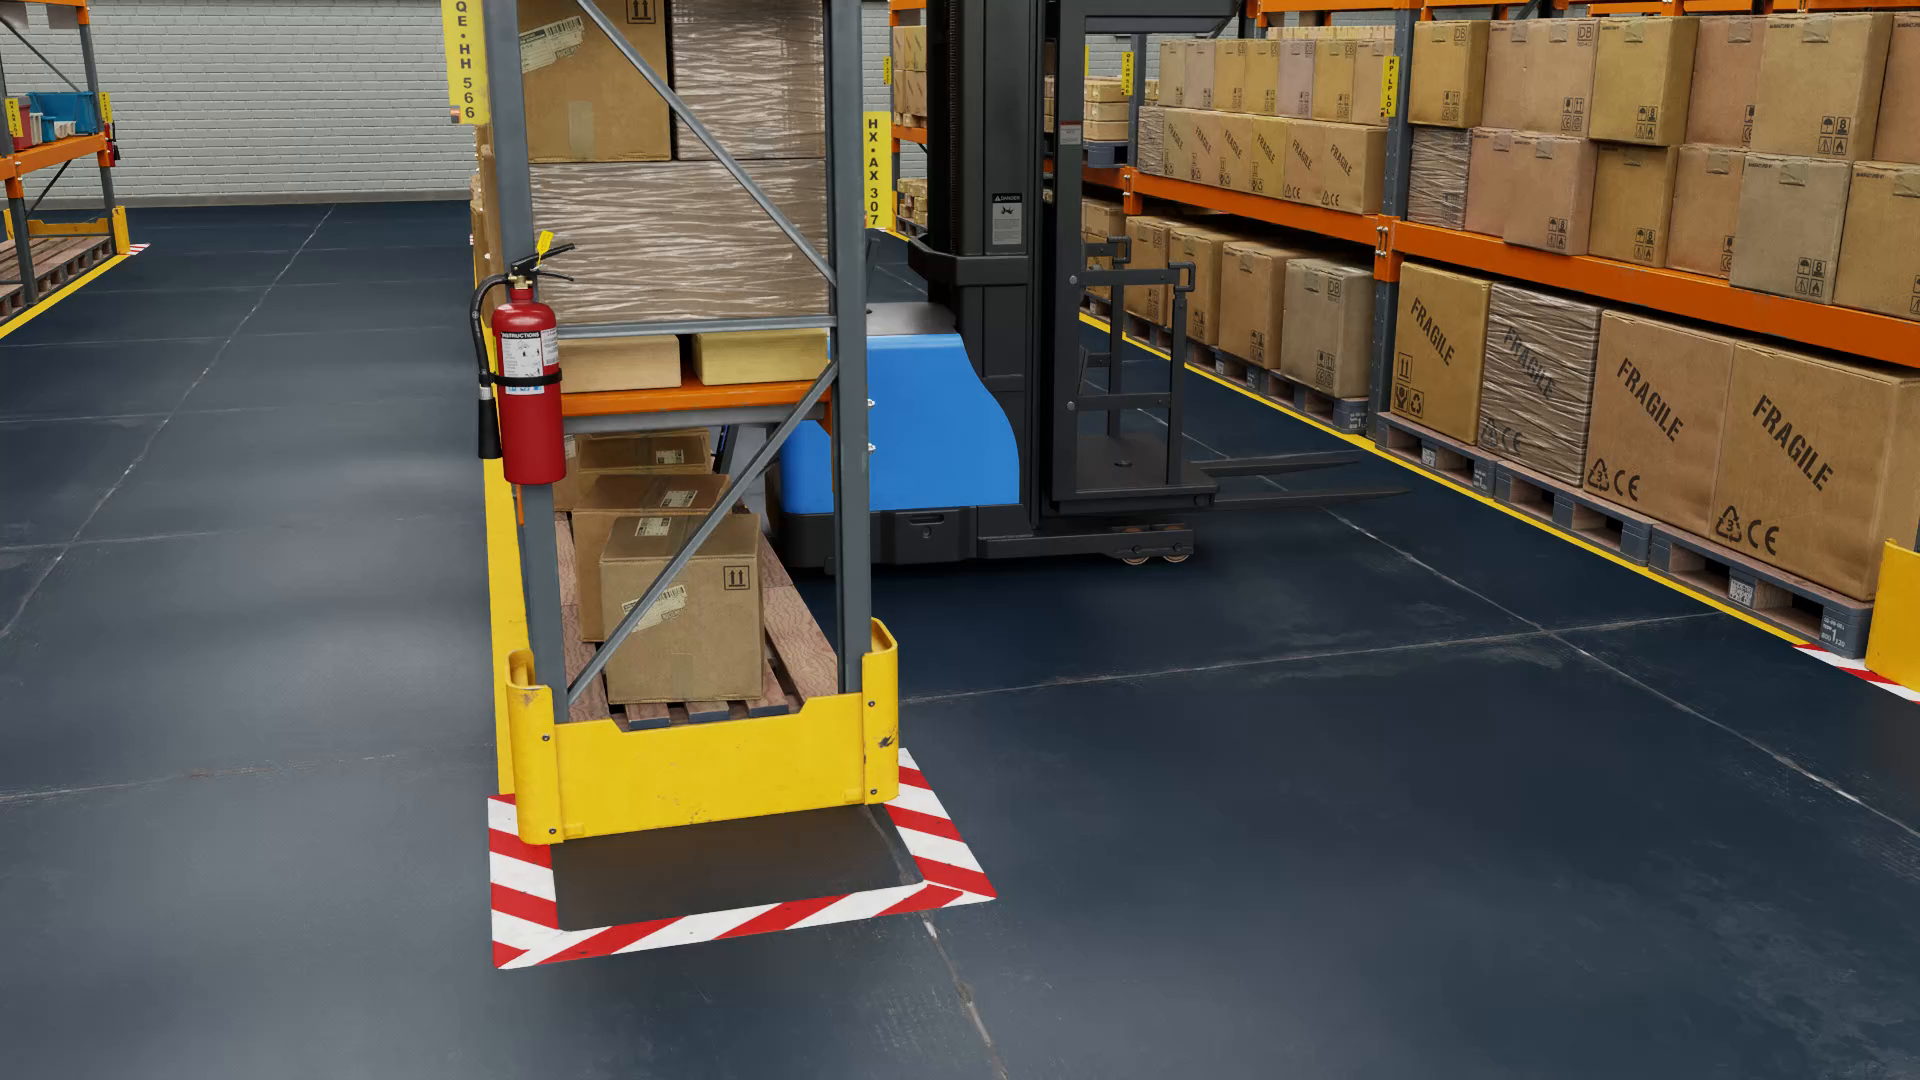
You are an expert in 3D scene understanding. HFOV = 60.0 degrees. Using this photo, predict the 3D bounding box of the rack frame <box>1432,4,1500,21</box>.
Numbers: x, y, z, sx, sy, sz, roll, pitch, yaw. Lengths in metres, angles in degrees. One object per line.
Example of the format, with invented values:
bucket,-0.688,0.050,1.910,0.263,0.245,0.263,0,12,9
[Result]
rack frame,5.464,-4.702,18.392,1.000,3.000,0.127,-5,17,-15

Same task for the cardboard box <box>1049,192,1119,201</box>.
cardboard box,1.118,-2.989,15.000,0.500,0.250,0.500,-4,17,-14

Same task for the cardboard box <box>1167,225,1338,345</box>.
cardboard box,2.156,-1.883,12.188,1.050,0.750,0.750,-4,17,-14

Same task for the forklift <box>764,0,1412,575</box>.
forklift,0.614,-1.437,7.641,3.031,2.935,1.130,-3,17,-10

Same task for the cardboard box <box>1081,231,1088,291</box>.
cardboard box,1.260,-2.486,14.629,0.500,0.500,0.500,-4,17,-13

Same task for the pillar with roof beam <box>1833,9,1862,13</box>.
pillar with roof beam,6.771,-7.892,18.585,9.100,9.000,0.400,-5,17,-15

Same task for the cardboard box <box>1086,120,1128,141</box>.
cardboard box,1.254,-3.358,13.622,0.380,0.149,0.250,-4,17,-14

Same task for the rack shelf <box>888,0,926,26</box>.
rack shelf,0.183,-5.928,18.510,1.077,0.370,4.000,-5,17,-15

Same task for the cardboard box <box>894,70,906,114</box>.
cardboard box,-0.509,-5.434,20.137,0.500,0.500,0.500,-4,17,-13

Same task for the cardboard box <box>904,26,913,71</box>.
cardboard box,-0.354,-5.774,19.533,0.500,0.500,0.500,-4,17,-14

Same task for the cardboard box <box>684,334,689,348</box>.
cardboard box,-0.720,-0.718,5.565,0.380,0.149,0.250,-5,17,-15

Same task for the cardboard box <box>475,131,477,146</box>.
cardboard box,-4.534,-3.928,16.252,0.380,0.149,0.250,-4,17,-14

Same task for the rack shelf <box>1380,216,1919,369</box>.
rack shelf,3.480,-1.172,7.892,1.077,0.370,4.000,-5,17,-15

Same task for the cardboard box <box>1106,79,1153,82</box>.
cardboard box,1.528,-4.049,14.890,0.380,0.149,0.250,-4,17,-14

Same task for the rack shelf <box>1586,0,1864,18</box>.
rack shelf,9.686,-6.741,21.216,1.077,0.370,4.000,-5,17,-15

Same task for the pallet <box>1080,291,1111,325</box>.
pallet,1.618,-2.057,14.434,1.003,0.211,1.213,-5,17,-15

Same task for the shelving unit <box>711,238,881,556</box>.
shelving unit,-0.989,-0.821,7.640,0.538,1.500,1.048,3,22,-33

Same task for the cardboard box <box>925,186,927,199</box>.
cardboard box,-0.197,-4.052,19.420,0.380,0.149,0.250,-4,17,-13

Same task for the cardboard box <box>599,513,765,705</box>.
cardboard box,-0.922,0.222,5.613,0.500,0.500,0.500,-1,17,-5

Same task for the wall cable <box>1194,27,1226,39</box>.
wall cable,4.153,-7.969,27.500,0.588,1.984,0.122,-5,17,-15

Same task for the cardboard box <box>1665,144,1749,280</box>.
cardboard box,3.679,-1.450,7.304,0.875,0.550,0.550,-5,17,-15

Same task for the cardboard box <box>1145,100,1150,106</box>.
cardboard box,1.739,-3.698,14.238,0.380,0.149,0.250,-5,18,-17

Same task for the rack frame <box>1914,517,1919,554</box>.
rack frame,4.030,-0.964,5.946,1.000,3.000,0.127,-5,17,-15

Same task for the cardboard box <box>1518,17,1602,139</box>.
cardboard box,3.278,-2.251,8.095,0.875,0.550,0.550,-5,17,-15

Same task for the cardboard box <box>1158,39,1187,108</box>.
cardboard box,1.945,-3.578,12.739,0.700,0.500,0.500,-5,17,-16

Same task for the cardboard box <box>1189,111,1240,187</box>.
cardboard box,1.976,-2.799,11.882,0.500,0.500,0.500,-5,17,-15

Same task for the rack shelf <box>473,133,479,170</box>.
rack shelf,-4.614,-4.128,17.729,1.077,0.370,4.000,-5,17,-15

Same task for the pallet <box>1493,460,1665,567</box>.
pallet,3.403,-0.180,8.185,1.003,0.211,1.213,-5,17,-15

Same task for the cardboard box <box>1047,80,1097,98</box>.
cardboard box,0.980,-3.924,14.475,0.380,0.149,0.250,-5,17,-15

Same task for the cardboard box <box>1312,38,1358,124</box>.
cardboard box,2.645,-2.876,10.400,0.700,0.500,0.500,-5,17,-16

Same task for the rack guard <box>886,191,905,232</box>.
rack guard,-0.346,-4.171,20.970,1.175,0.500,0.348,-5,17,-15

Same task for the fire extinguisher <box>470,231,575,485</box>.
fire extinguisher,-1.178,-0.494,4.518,0.296,0.674,0.183,-5,17,-15

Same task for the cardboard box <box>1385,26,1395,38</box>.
cardboard box,5.046,-5.751,18.844,0.380,0.149,0.250,-5,17,-15

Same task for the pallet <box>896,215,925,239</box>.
pallet,-0.157,-3.805,20.254,1.003,0.211,1.213,-5,17,-15

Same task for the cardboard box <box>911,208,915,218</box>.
cardboard box,-0.380,-3.989,20.243,0.380,0.149,0.250,-5,17,-15

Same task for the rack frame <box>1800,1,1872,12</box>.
rack frame,10.235,-5.096,19.702,1.000,3.000,0.127,-5,17,-15

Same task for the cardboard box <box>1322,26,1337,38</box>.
cardboard box,4.582,-6.094,19.985,0.380,0.149,0.250,-5,17,-17

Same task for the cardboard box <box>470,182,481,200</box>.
cardboard box,-3.623,-2.680,14.623,1.225,0.875,0.875,-5,18,-17

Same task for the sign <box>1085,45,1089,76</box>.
sign,1.265,-4.882,16.979,0.100,0.325,0.005,-5,17,-15

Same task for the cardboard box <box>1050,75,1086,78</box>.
cardboard box,1.105,-4.479,16.321,0.380,0.149,0.250,-5,17,-17

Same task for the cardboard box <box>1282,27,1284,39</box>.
cardboard box,4.336,-6.459,21.202,0.380,0.149,0.250,-4,17,-14

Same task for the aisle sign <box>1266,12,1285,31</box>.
aisle sign,4.066,-7.051,21.692,0.394,0.787,0.004,-5,17,-15

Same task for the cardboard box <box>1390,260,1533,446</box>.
cardboard box,3.036,-1.074,9.277,0.875,0.875,0.875,-4,17,-14

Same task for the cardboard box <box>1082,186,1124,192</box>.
cardboard box,1.467,-3.172,15.609,0.500,0.250,0.500,-6,18,-18

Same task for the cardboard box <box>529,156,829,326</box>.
cardboard box,-0.891,-0.944,5.190,0.875,0.500,0.500,-5,17,-15

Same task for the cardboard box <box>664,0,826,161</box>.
cardboard box,-0.656,-1.442,5.111,0.500,0.500,0.500,-5,17,-15

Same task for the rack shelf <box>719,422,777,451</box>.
rack shelf,-1.035,-0.657,7.697,0.538,0.185,1.000,3,22,-33

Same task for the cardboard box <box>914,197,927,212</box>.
cardboard box,-0.330,-3.982,19.703,0.380,0.149,0.250,-4,17,-14
